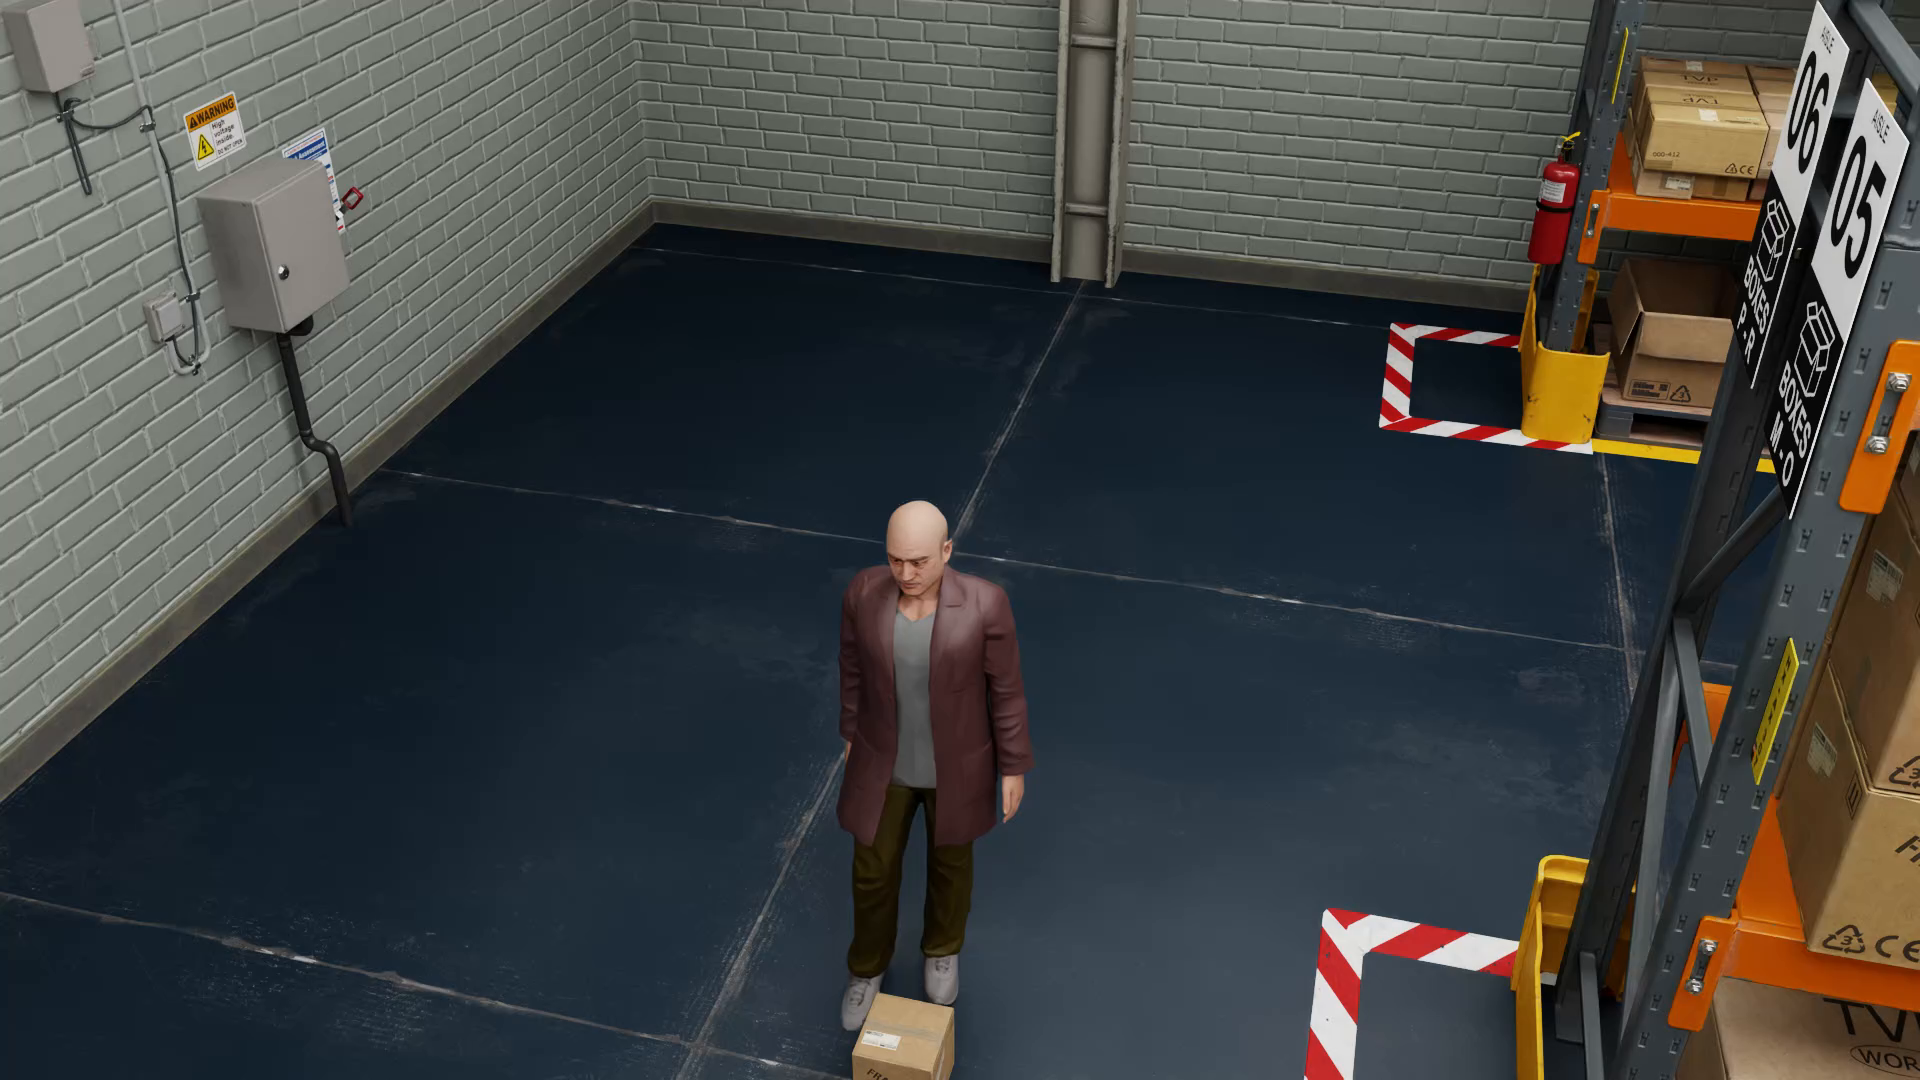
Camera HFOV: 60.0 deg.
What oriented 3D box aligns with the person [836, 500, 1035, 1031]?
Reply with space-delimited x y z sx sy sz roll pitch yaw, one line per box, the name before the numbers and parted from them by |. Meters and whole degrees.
person | -0.093 0.735 5.026 0.625 1.833 0.495 5 33 7
